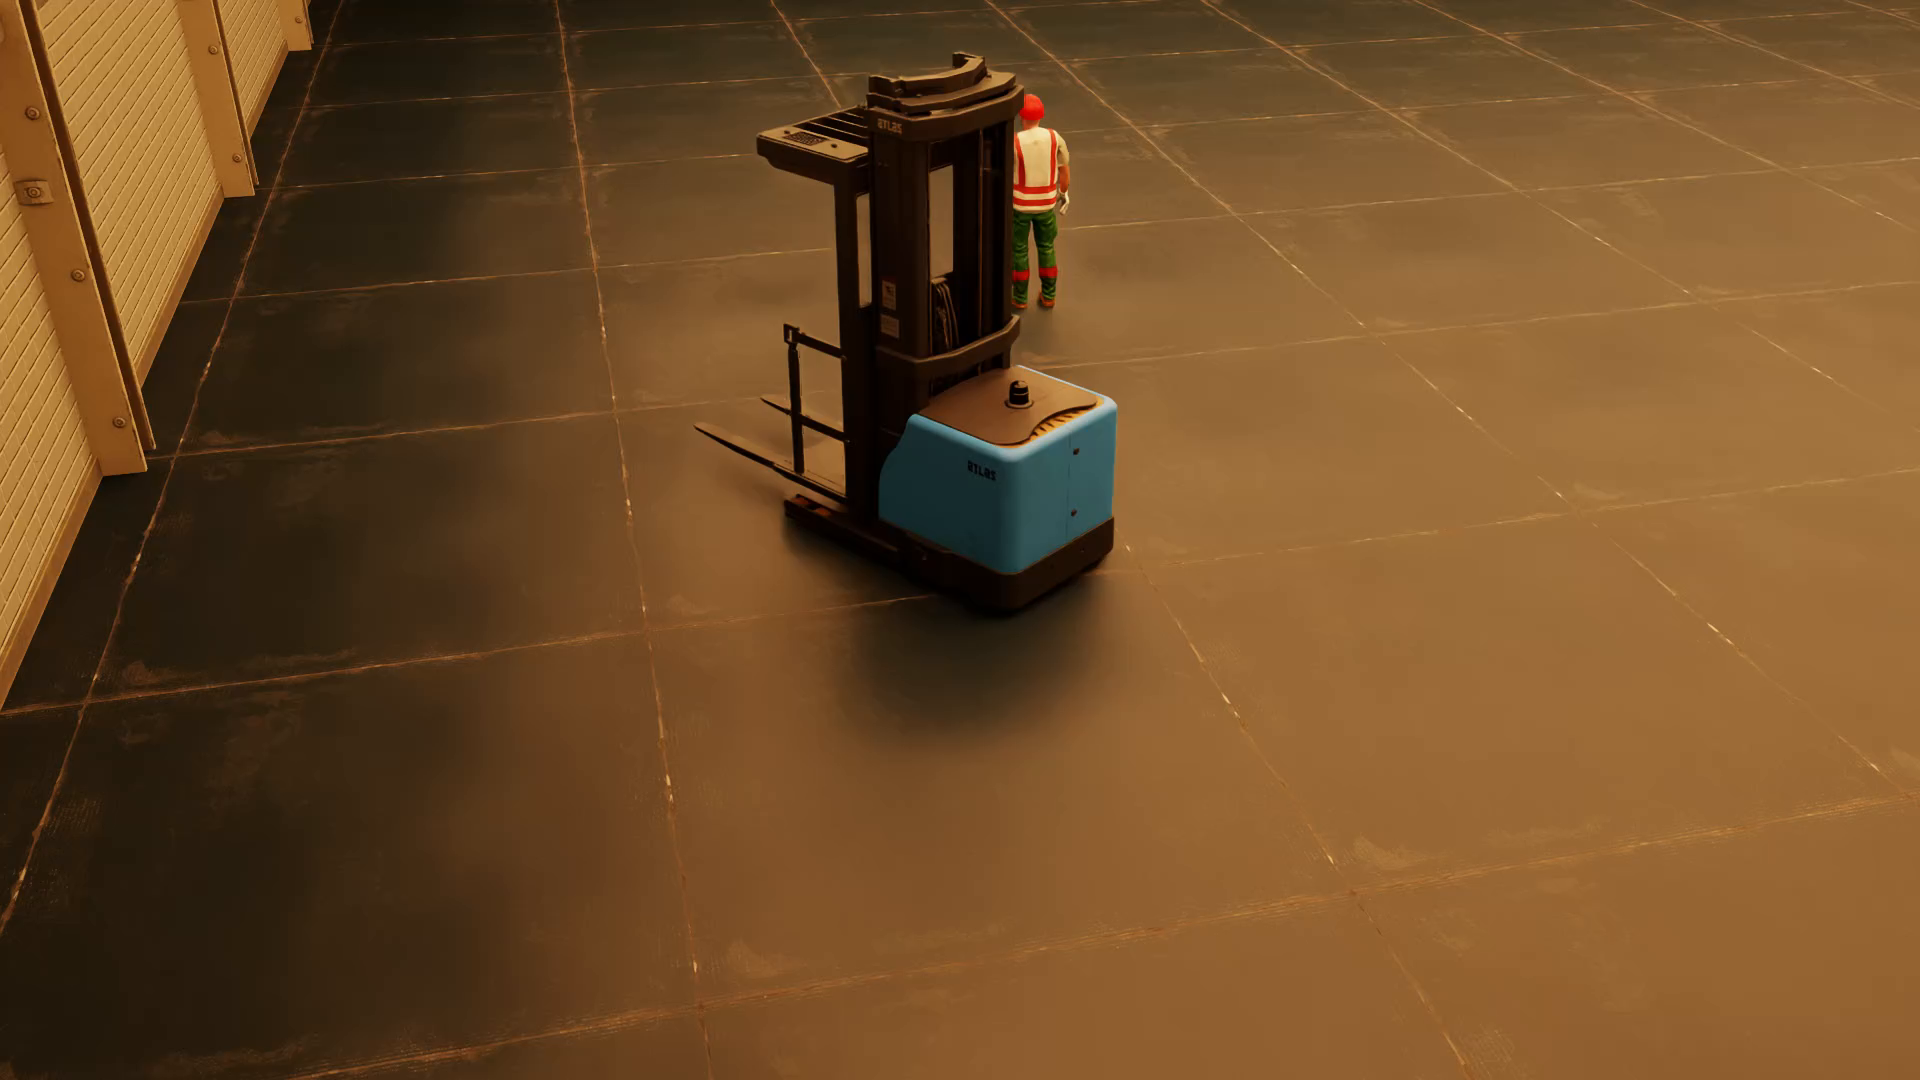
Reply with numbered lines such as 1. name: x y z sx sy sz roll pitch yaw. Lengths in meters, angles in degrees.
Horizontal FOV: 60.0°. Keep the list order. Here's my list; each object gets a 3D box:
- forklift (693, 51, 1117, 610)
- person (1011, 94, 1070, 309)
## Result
1. forklift: -0.488 -1.482 10.134 3.031 2.935 1.130 24 38 35
2. person: 0.569 -2.730 13.434 0.634 1.799 0.502 -7 31 -12
